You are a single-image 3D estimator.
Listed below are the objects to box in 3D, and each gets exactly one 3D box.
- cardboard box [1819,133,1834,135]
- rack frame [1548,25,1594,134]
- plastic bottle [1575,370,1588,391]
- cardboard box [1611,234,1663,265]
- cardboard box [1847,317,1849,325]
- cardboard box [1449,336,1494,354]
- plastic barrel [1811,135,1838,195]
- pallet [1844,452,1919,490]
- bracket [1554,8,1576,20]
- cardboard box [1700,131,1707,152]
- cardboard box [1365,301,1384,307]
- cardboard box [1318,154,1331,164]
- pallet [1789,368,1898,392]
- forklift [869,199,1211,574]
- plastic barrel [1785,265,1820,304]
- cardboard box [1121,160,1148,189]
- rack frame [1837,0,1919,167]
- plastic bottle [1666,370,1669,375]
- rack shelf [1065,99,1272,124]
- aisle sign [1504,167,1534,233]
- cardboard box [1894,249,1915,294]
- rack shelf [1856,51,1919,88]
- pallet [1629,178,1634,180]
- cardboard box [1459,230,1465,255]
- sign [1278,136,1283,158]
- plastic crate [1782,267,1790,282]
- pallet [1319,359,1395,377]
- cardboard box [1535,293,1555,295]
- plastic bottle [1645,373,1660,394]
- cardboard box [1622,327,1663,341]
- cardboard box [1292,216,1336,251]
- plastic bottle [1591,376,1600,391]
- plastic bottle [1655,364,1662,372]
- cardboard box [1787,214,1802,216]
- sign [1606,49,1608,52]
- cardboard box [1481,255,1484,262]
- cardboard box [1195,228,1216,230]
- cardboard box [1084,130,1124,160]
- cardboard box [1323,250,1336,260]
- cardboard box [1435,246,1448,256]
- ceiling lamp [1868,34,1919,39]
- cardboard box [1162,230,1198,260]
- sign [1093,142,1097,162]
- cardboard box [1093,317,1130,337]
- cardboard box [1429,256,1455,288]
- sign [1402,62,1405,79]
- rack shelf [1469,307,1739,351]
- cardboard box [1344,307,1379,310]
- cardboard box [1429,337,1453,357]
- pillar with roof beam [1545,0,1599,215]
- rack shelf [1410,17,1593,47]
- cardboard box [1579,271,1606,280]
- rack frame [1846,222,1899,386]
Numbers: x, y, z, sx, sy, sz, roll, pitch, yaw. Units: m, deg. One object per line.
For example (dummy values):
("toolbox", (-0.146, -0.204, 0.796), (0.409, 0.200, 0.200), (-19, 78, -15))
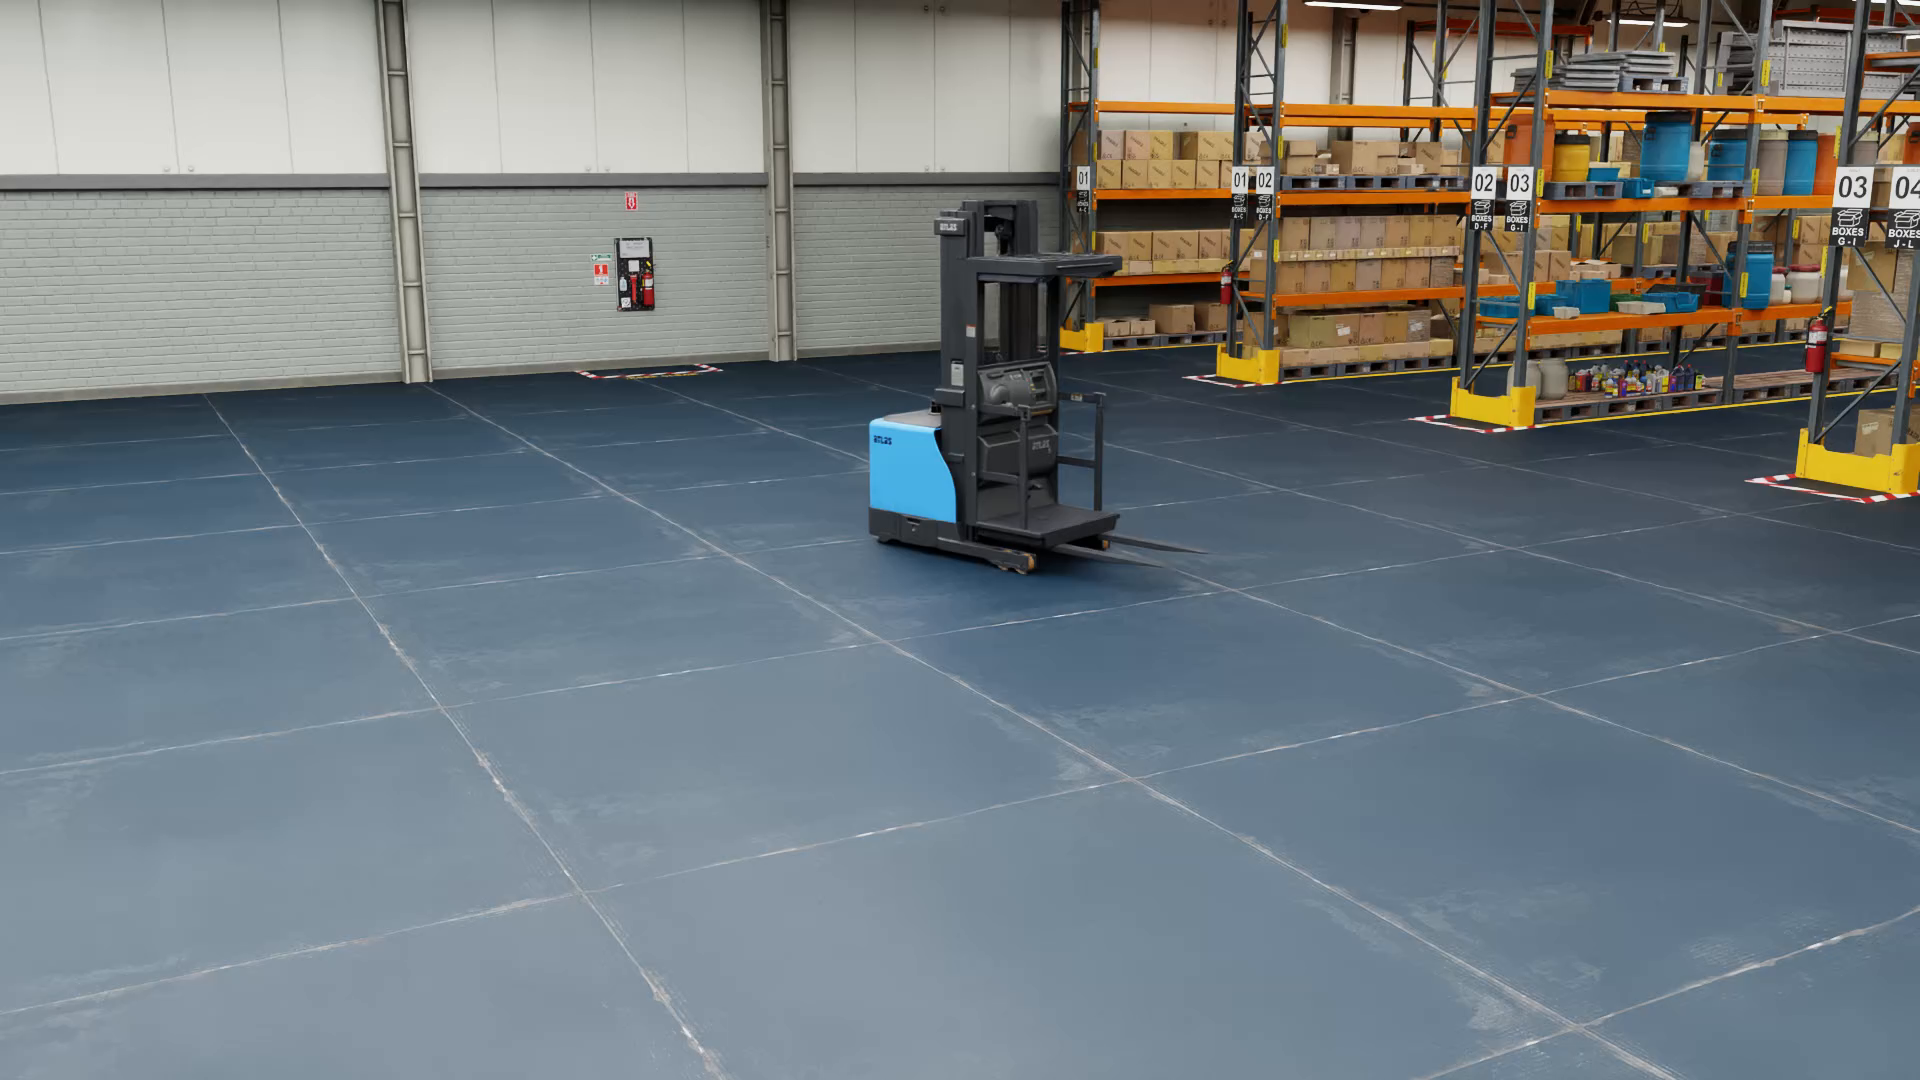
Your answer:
("cardboard box", (15.891, -7.294, 30.851), (0.500, 0.500, 0.700), (-7, 14, -28))
("rack frame", (12.599, -9.091, 34.511), (0.127, 3.000, 1.000), (-7, 14, -28))
("plastic bottle", (8.450, -2.178, 22.655), (0.135, 0.276, 0.152), (-7, 14, -27))
("cardboard box", (11.964, -5.131, 29.393), (0.700, 0.500, 0.500), (11, 17, 41))
("cardboard box", (17.280, -4.305, 32.169), (0.500, 0.250, 0.500), (-7, 14, -28))
("cardboard box", (8.427, -3.227, 27.422), (0.500, 0.250, 0.500), (-7, 15, -29))
("plastic barrel", (12.436, -5.394, 23.936), (0.708, 0.830, 0.600), (-7, 14, -28))
("pallet", (9.983, -0.765, 17.526), (1.213, 0.211, 1.003), (-7, 14, -28))
("bracket", (12.605, -10.976, 34.685), (0.430, 0.232, 0.235), (-7, 14, -28))
("cardboard box", (12.746, -6.941, 29.285), (0.500, 0.500, 0.500), (-7, 14, -28))
("cardboard box", (7.974, -4.621, 33.003), (0.500, 0.500, 0.700), (-7, 14, -28))
("cardboard box", (5.816, -5.871, 25.963), (0.500, 0.311, 0.500), (-5, 14, -21))
("pallet", (13.137, -2.400, 24.793), (1.213, 0.211, 1.003), (-7, 14, -28))
("forklift", (0.639, -1.286, 13.648), (3.031, 2.935, 1.130), (11, 17, 40))
("plastic barrel", (11.913, -3.616, 23.534), (0.433, 0.535, 0.433), (0, 13, 0))
("cardboard box", (2.968, -6.461, 29.380), (0.500, 0.500, 0.500), (-6, 14, -24))
("rack frame", (9.187, -4.965, 16.176), (0.127, 3.000, 1.000), (-7, 14, -28))
("plastic bottle", (9.636, -2.182, 22.674), (0.135, 0.276, 0.152), (-7, 14, -28))
("rack shelf", (3.822, -7.687, 29.915), (4.000, 0.370, 1.077), (-7, 14, -28))
("aisle sign", (6.891, -4.197, 20.506), (0.004, 0.787, 0.394), (-7, 14, -28))
("cardboard box", (9.800, -2.725, 16.705), (0.500, 0.500, 0.500), (-7, 14, -28))
("rack shelf", (10.942, -4.823, 17.191), (4.000, 0.370, 1.077), (-7, 14, -28))
("pallet", (10.912, -6.072, 28.357), (1.003, 0.211, 1.213), (-6, 14, -25))
("cardboard box", (10.101, -6.003, 33.498), (0.500, 0.500, 0.500), (-6, 14, -26))
("sign", (4.704, -5.769, 24.408), (0.005, 0.325, 0.100), (-7, 14, -28))
("plastic crate", (12.270, -3.755, 24.316), (0.583, 0.464, 0.402), (-7, 14, -28))
("pallet", (6.164, -2.804, 26.586), (1.213, 0.211, 1.003), (-7, 14, -28))
("cardboard box", (12.091, -5.227, 34.944), (0.750, 0.750, 0.750), (-7, 14, -27))
("plastic bottle", (9.301, -2.106, 22.336), (0.135, 0.276, 0.152), (-7, 14, -27))
("cardboard box", (12.002, -3.777, 29.253), (0.500, 0.500, 0.500), (-6, 14, -25))
("cardboard box", (5.365, -4.738, 25.649), (0.500, 0.500, 0.700), (-7, 15, -29))
("plastic bottle", (8.648, -2.134, 22.630), (0.097, 0.201, 0.097), (0, 13, 0))
("plastic bottle", (9.835, -2.348, 23.424), (0.097, 0.271, 0.097), (0, 13, 0))
("cardboard box", (15.744, -5.904, 31.508), (0.500, 0.500, 0.500), (-7, 15, -29))
("sign", (11.197, -8.314, 28.749), (0.005, 0.325, 0.100), (-7, 14, -28))
("cardboard box", (10.604, -5.762, 33.906), (0.250, 0.149, 0.380), (-7, 14, -27))
("cardboard box", (4.609, -5.563, 31.082), (0.500, 0.500, 0.500), (-7, 14, -28))
("cardboard box", (2.521, -6.906, 29.080), (0.500, 0.500, 0.500), (-8, 15, -32))
("cardboard box", (5.564, -4.393, 25.594), (0.250, 0.149, 0.380), (-7, 14, -29))
("cardboard box", (7.600, -4.638, 26.683), (0.250, 0.149, 0.380), (-7, 15, -29))
("ceiling lamp", (19.676, -12.156, 34.832), (0.800, 3.185, 2.000), (-7, 14, -28))
("cardboard box", (3.972, -5.357, 30.168), (0.500, 0.500, 0.500), (-6, 14, -26))
("sign", (2.327, -6.687, 28.670), (0.005, 0.325, 0.100), (-7, 14, -28))
("cardboard box", (2.717, -3.860, 30.053), (0.500, 0.311, 0.500), (-9, 15, -34))
("cardboard box", (7.568, -4.370, 26.966), (0.500, 0.500, 0.700), (-7, 15, -29))
("sign", (8.819, -9.310, 32.994), (0.005, 0.325, 0.100), (-7, 14, -28))
("rack shelf", (8.569, -2.852, 22.090), (4.000, 0.370, 1.077), (-7, 14, -28))
("cardboard box", (6.520, -3.504, 26.947), (0.500, 0.500, 0.500), (-7, 14, -28))
("cardboard box", (7.652, -3.141, 27.041), (0.500, 0.250, 0.500), (-7, 14, -28))
("pillar with roof beam", (14.862, -8.502, 31.892), (0.548, 9.000, 9.100), (-7, 14, -28))
("rack shelf", (10.844, -10.151, 33.290), (4.000, 0.370, 1.077), (-7, 14, -28))
("cardboard box", (10.808, -4.519, 28.430), (0.250, 0.149, 0.380), (-7, 14, -28))
("rack frame", (13.835, -3.835, 24.816), (0.127, 3.000, 1.000), (-7, 14, -28))
